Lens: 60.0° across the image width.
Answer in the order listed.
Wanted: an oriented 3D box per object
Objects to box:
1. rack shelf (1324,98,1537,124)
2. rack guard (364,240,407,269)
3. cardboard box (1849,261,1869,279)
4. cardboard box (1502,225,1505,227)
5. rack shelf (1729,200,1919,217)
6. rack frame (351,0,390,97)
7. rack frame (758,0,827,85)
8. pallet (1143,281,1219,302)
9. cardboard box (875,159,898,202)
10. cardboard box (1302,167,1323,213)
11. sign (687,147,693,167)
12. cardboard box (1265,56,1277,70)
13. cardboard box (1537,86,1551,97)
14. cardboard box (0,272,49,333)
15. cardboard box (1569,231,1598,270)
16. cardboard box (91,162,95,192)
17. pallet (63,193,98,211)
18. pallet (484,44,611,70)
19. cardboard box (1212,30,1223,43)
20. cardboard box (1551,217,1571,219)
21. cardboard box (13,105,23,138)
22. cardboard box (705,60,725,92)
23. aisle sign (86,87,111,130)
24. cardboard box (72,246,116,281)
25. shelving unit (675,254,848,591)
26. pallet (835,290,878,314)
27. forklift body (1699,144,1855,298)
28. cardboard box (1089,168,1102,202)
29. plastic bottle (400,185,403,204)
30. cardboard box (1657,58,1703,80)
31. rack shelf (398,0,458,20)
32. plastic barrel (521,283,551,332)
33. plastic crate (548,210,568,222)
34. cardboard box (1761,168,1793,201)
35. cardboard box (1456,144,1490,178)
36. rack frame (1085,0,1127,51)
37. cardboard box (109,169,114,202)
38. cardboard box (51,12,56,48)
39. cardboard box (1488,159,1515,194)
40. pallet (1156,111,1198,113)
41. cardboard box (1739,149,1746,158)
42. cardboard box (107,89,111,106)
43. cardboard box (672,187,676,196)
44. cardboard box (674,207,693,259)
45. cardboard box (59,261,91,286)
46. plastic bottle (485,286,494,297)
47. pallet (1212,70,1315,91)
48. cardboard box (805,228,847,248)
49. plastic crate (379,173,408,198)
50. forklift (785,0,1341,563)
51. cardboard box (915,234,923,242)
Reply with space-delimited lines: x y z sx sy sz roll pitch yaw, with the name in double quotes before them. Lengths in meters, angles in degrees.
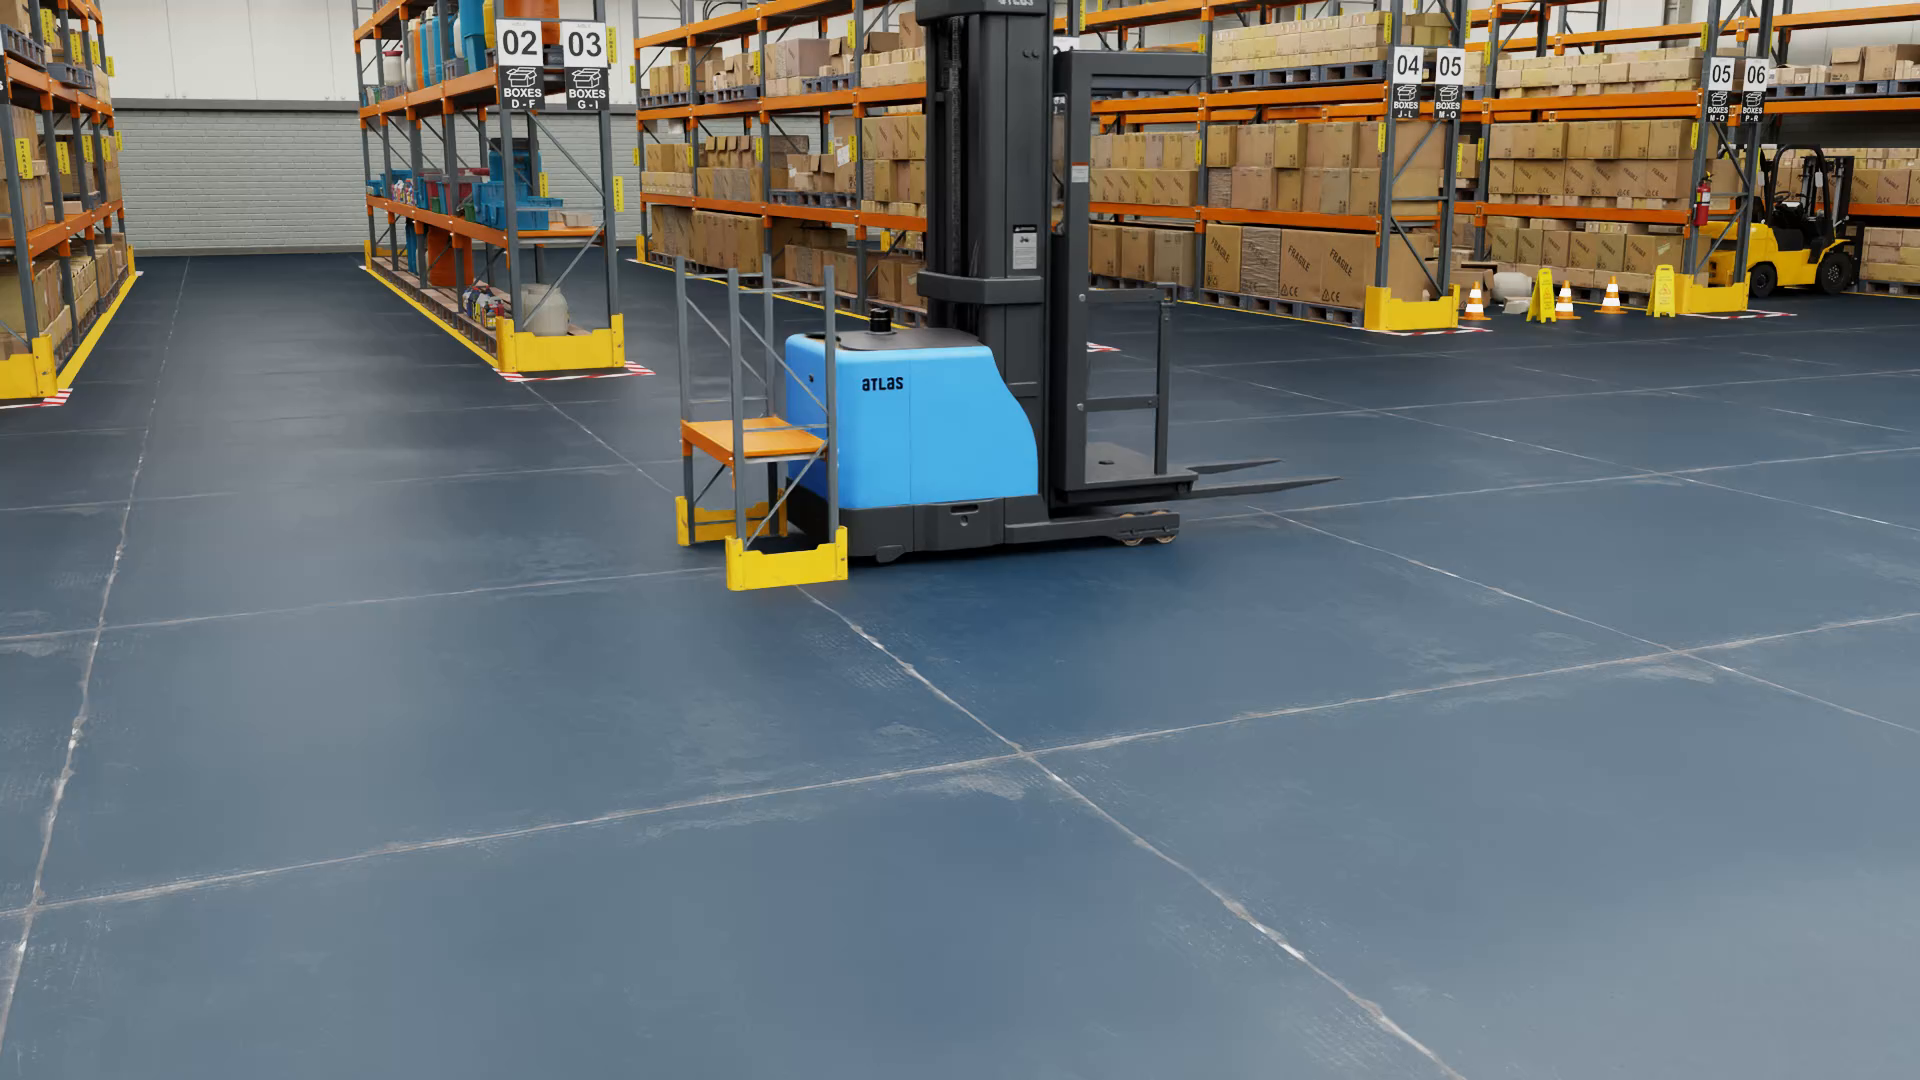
"rack shelf" 7.444 -6.810 26.583 1.077 0.370 4.000 -6 14 -23
"rack guard" -10.201 -5.208 30.264 1.175 0.500 0.348 -6 14 -23
"cardboard box" 13.534 -4.049 24.881 0.500 0.250 0.500 -5 14 -22
"cardboard box" 10.633 -5.720 31.545 0.500 0.500 0.500 -6 14 -24
"rack shelf" 13.593 -4.971 25.291 1.077 0.370 4.000 -6 14 -23
"rack frame" -10.180 -9.345 29.290 1.000 3.000 0.127 -6 14 -23
"rack frame" -2.437 -8.140 24.081 1.000 3.000 0.127 -6 14 -23
"pallet" 3.372 -3.612 24.006 1.003 0.211 1.213 -6 14 -23
"cardboard box" -0.543 -4.379 20.256 0.875 0.500 0.500 -6 14 -23
"cardboard box" 4.813 -4.375 20.790 0.875 0.550 0.550 -6 14 -23
"sign" -4.547 -6.453 28.004 0.100 0.325 0.005 -6 14 -23
"cardboard box" 4.097 -6.041 21.070 0.380 0.149 0.250 -6 14 -23
"cardboard box" 8.464 -6.382 23.698 0.380 0.149 0.250 -5 14 -21
"cardboard box" -8.524 -2.134 14.943 0.500 0.500 0.500 -6 14 -23
"cardboard box" 8.880 -4.044 23.193 0.500 0.500 0.500 -6 14 -24
"cardboard box" -12.353 -5.043 22.854 0.700 0.500 0.500 -10 16 -37
"pallet" -11.851 -4.363 21.494 1.213 0.211 1.003 -6 14 -23
"pallet" -4.012 -4.666 16.143 1.003 0.211 1.213 -6 14 -23
"cardboard box" 3.585 -6.692 22.117 0.380 0.149 0.250 -5 14 -22
"cardboard box" 11.266 -6.000 31.314 0.380 0.149 0.250 -5 14 -20
"cardboard box" -9.126 -3.775 15.429 0.700 0.500 0.500 -6 14 -23
"cardboard box" -3.798 -7.639 27.418 0.700 0.500 0.500 -5 14 -22
"aisle sign" -14.466 -7.284 27.924 0.394 0.787 0.004 -6 14 -23
"cardboard box" -12.467 -3.967 23.925 0.500 0.500 0.500 -6 14 -23
"shelving unit" -1.018 -0.627 8.249 0.587 1.500 1.083 -6 14 -22
"pallet" -1.148 -3.193 22.196 1.003 0.211 1.213 -6 14 -23
"forklift body" 11.963 -4.722 24.501 2.313 2.155 1.214 -6 14 -23
"cardboard box" 2.287 -5.471 25.633 0.500 0.500 0.500 -6 14 -24
"plastic bottle" -8.256 -5.137 24.700 0.097 0.271 0.097 0 13 0
"cardboard box" 9.396 -6.074 21.481 0.500 0.250 0.500 -6 14 -24
"rack shelf" -6.174 -6.734 20.489 1.077 0.370 4.000 -6 14 -23
"plastic barrel" -4.305 -2.342 16.922 0.421 0.512 0.421 0 13 0
"plastic crate" -4.490 -3.502 17.933 0.530 0.136 0.437 -6 14 -23
"cardboard box" 12.954 -5.562 26.027 0.500 0.500 0.500 -5 14 -22
"cardboard box" 7.850 -5.758 25.285 0.500 0.500 0.500 -6 14 -24
"rack frame" 2.148 -8.567 25.927 1.000 3.000 0.127 -6 14 -23
"cardboard box" -13.280 -5.433 25.472 0.500 0.500 0.500 -5 14 -22
"cardboard box" -11.888 -6.516 21.280 0.500 0.500 0.500 -6 14 -23
"cardboard box" 8.166 -5.363 24.508 0.500 0.500 0.500 -6 14 -23
"pallet" 4.238 -8.778 33.689 1.003 0.211 1.213 -6 14 -23
"cardboard box" 12.648 -6.152 26.477 0.380 0.149 0.250 -5 14 -22
"cardboard box" -14.272 -7.282 27.359 0.500 0.250 0.500 -6 14 -23
"cardboard box" -4.874 -6.167 29.420 0.380 0.149 0.250 -5 14 -22
"cardboard box" -4.591 -5.542 29.944 0.875 0.875 0.875 -6 14 -23
"cardboard box" -10.666 -3.164 19.810 0.500 0.311 0.500 -6 14 -23
"plastic bottle" -5.298 -2.676 18.677 0.144 0.351 0.185 -6 14 -23
"pallet" 4.069 -6.066 21.970 1.003 0.211 1.213 -6 14 -23
"cardboard box" -1.919 -4.334 23.849 0.500 0.250 0.500 -4 14 -17
"plastic crate" -9.077 -5.683 26.674 0.392 0.384 0.575 -6 14 -23
"forklift" 0.626 -1.504 8.869 3.031 2.935 1.130 -5 14 -21
"cardboard box" -0.648 -5.913 32.496 0.380 0.149 0.250 -6 14 -26
